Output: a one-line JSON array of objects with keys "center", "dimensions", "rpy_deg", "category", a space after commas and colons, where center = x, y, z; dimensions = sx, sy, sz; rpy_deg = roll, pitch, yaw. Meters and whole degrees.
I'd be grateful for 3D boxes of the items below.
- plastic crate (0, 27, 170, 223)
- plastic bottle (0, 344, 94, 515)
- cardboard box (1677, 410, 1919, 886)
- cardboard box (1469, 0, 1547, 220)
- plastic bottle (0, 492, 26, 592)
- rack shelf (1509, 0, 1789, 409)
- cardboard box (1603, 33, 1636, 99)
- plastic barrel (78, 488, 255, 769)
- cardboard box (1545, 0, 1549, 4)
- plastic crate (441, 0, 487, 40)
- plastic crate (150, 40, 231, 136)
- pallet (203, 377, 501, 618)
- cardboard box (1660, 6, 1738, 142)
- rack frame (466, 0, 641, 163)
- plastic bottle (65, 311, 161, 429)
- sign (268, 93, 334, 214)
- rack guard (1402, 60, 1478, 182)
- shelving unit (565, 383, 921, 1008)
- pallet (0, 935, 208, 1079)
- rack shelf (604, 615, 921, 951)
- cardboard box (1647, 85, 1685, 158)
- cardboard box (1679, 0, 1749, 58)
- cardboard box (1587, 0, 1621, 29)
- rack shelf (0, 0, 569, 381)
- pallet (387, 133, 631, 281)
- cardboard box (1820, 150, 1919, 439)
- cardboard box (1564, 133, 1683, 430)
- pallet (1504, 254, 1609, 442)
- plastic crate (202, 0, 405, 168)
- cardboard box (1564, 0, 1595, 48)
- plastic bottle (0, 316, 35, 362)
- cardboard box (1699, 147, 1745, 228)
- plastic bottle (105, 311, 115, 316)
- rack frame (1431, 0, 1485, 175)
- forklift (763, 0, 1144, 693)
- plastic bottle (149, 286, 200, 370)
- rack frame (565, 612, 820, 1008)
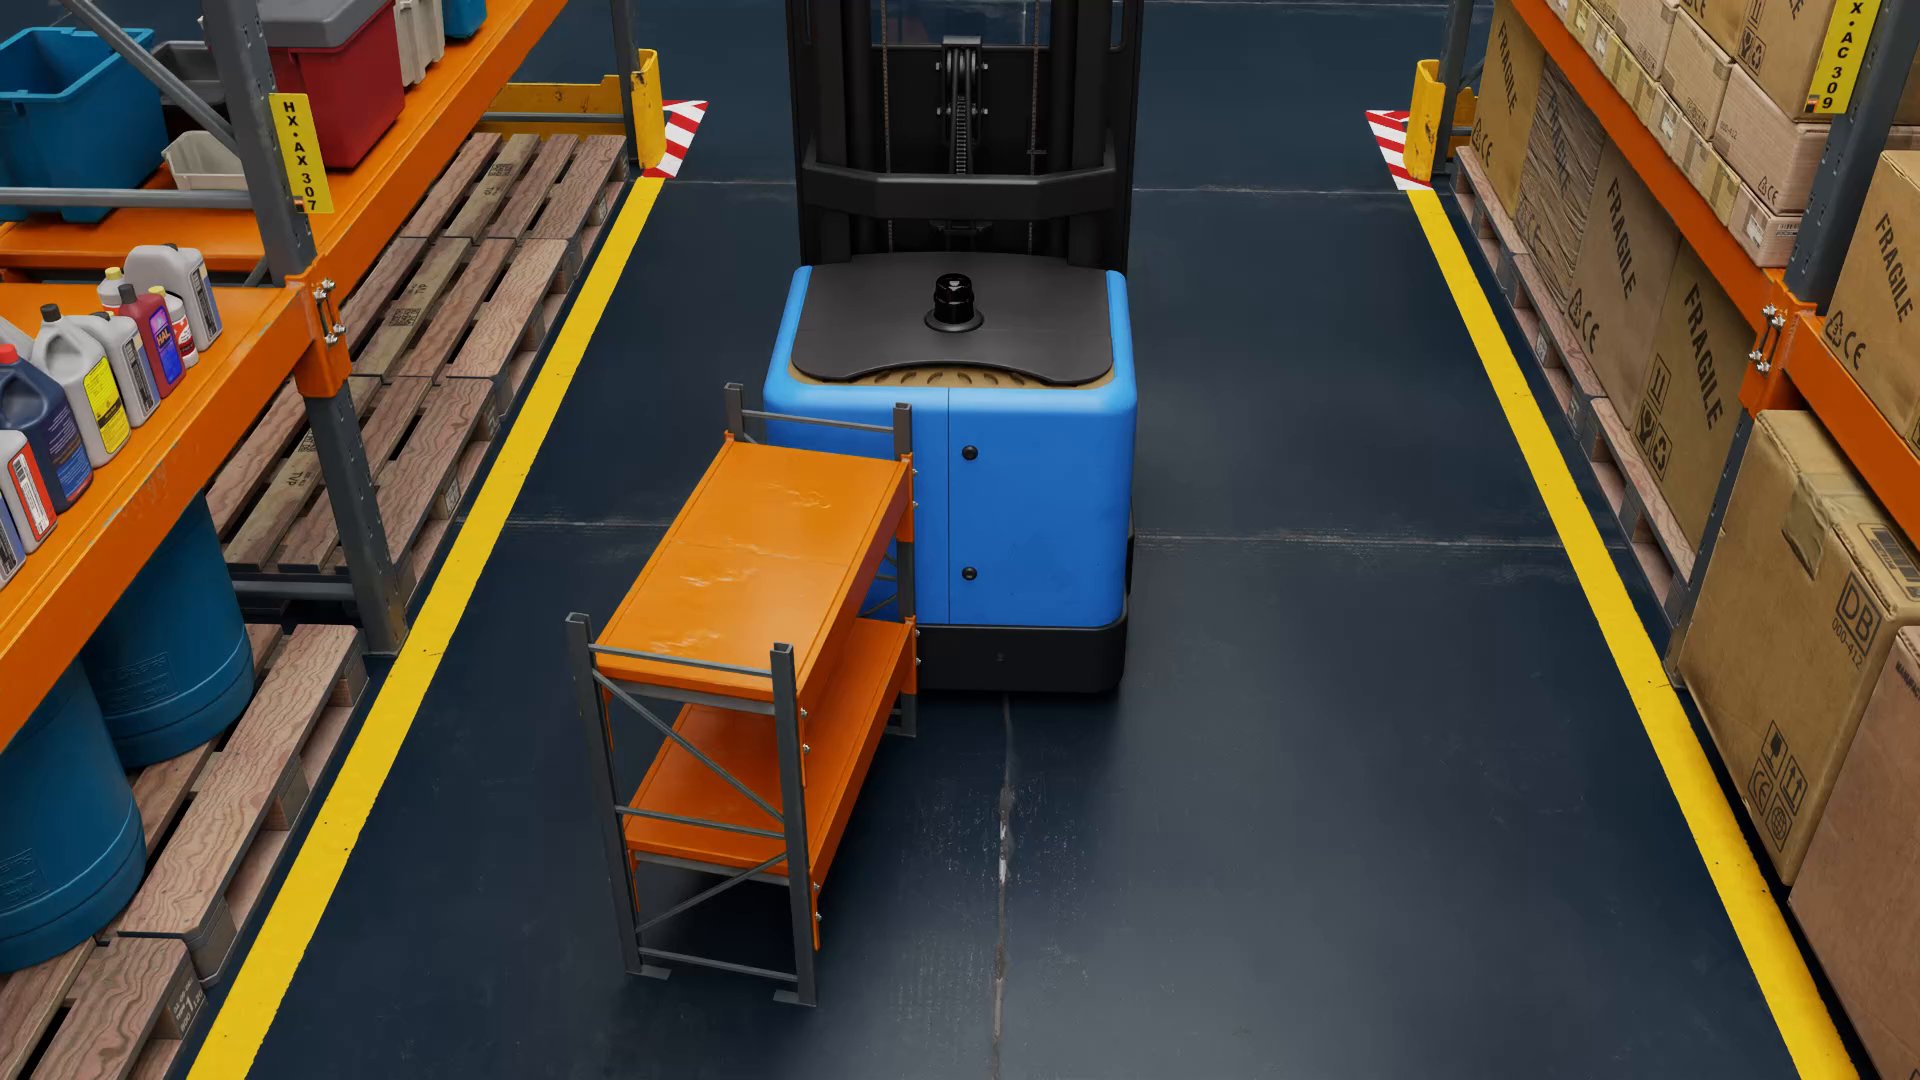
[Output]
[{"center": [-2.584, -1.197, 4.807], "dimensions": [0.392, 0.384, 0.575], "rpy_deg": [1, 35, 2], "category": "plastic crate"}, {"center": [-1.980, -0.241, 3.527], "dimensions": [0.144, 0.351, 0.185], "rpy_deg": [1, 35, 2], "category": "plastic bottle"}, {"center": [2.681, 0.277, 4.230], "dimensions": [1.225, 0.875, 0.875], "rpy_deg": [1, 35, 2], "category": "cardboard box"}, {"center": [2.901, -2.020, 7.498], "dimensions": [0.875, 0.875, 0.875], "rpy_deg": [1, 35, 2], "category": "cardboard box"}, {"center": [-1.996, -0.042, 3.309], "dimensions": [0.152, 0.276, 0.135], "rpy_deg": [1, 35, 2], "category": "plastic bottle"}, {"center": [2.767, -1.644, 6.106], "dimensions": [1.077, 0.370, 4.000], "rpy_deg": [1, 35, 2], "category": "rack shelf"}, {"center": [2.423, -1.607, 5.647], "dimensions": [0.380, 0.149, 0.250], "rpy_deg": [1, 35, 1], "category": "cardboard box"}, {"center": [-2.301, 0.096, 4.465], "dimensions": [0.600, 0.901, 0.708], "rpy_deg": [1, 35, 2], "category": "plastic barrel"}, {"center": [2.464, -2.198, 6.487], "dimensions": [0.380, 0.149, 0.250], "rpy_deg": [1, 35, 1], "category": "cardboard box"}, {"center": [-1.928, -1.972, 6.040], "dimensions": [0.416, 0.233, 0.300], "rpy_deg": [1, 35, 2], "category": "plastic crate"}, {"center": [-2.486, -1.465, 5.412], "dimensions": [0.437, 0.125, 0.590], "rpy_deg": [1, 35, 2], "category": "plastic crate"}, {"center": [-2.272, -0.186, 5.831], "dimensions": [1.003, 0.211, 1.213], "rpy_deg": [1, 35, 2], "category": "pallet"}, {"center": [2.460, -1.406, 5.014], "dimensions": [0.500, 0.250, 0.500], "rpy_deg": [2, 35, 3], "category": "cardboard box"}, {"center": [-2.102, -3.201, 7.697], "dimensions": [1.000, 3.000, 0.127], "rpy_deg": [1, 35, 2], "category": "rack frame"}, {"center": [-1.970, -0.409, 3.831], "dimensions": [0.152, 0.276, 0.135], "rpy_deg": [1, 35, 2], "category": "plastic bottle"}, {"center": [-1.713, -1.003, 4.327], "dimensions": [0.100, 0.325, 0.005], "rpy_deg": [1, 35, 2], "category": "sign"}, {"center": [2.848, -2.078, 8.272], "dimensions": [1.175, 0.500, 0.348], "rpy_deg": [1, 35, 2], "category": "rack guard"}, {"center": [-0.484, 0.370, 4.245], "dimensions": [0.538, 1.125, 1.048], "rpy_deg": [7, 36, 10], "category": "shelving unit"}, {"center": [-2.381, 1.383, 3.599], "dimensions": [1.003, 0.211, 1.213], "rpy_deg": [1, 35, 2], "category": "pallet"}, {"center": [-0.484, 0.570, 4.385], "dimensions": [0.538, 0.278, 1.000], "rpy_deg": [7, 36, 10], "category": "rack shelf"}, {"center": [2.402, -1.312, 5.227], "dimensions": [0.380, 0.149, 0.250], "rpy_deg": [2, 35, 3], "category": "cardboard box"}, {"center": [2.462, -1.714, 4.800], "dimensions": [0.500, 0.500, 0.500], "rpy_deg": [2, 35, 2], "category": "cardboard box"}, {"center": [2.504, -1.991, 5.845], "dimensions": [0.500, 0.250, 0.500], "rpy_deg": [1, 35, 1], "category": "cardboard box"}, {"center": [-2.182, -1.758, 6.268], "dimensions": [1.077, 0.370, 4.000], "rpy_deg": [1, 35, 2], "category": "rack shelf"}, {"center": [-2.174, -1.588, 7.825], "dimensions": [1.003, 0.211, 1.213], "rpy_deg": [1, 35, 2], "category": "pallet"}, {"center": [2.418, -0.571, 3.867], "dimensions": [0.500, 0.500, 0.500], "rpy_deg": [1, 35, 2], "category": "cardboard box"}, {"center": [2.829, -0.986, 6.027], "dimensions": [0.875, 0.875, 0.875], "rpy_deg": [1, 35, 2], "category": "cardboard box"}, {"center": [2.842, -0.786, 6.685], "dimensions": [1.003, 0.211, 1.213], "rpy_deg": [1, 35, 2], "category": "pallet"}, {"center": [-1.976, -1.461, 5.113], "dimensions": [0.402, 0.464, 0.583], "rpy_deg": [1, 35, 2], "category": "plastic crate"}, {"center": [2.443, -1.904, 6.069], "dimensions": [0.380, 0.149, 0.250], "rpy_deg": [0, 35, 1], "category": "cardboard box"}, {"center": [-2.116, -0.351, 3.683], "dimensions": [0.144, 0.351, 0.185], "rpy_deg": [1, 35, 2], "category": "plastic bottle"}, {"center": [2.382, -1.017, 4.807], "dimensions": [0.380, 0.149, 0.250], "rpy_deg": [2, 35, 3], "category": "cardboard box"}, {"center": [-1.999, -0.446, 3.948], "dimensions": [0.097, 0.201, 0.097], "rpy_deg": [0, 35, 0], "category": "plastic bottle"}, {"center": [2.847, -3.087, 7.534], "dimensions": [1.000, 3.000, 0.127], "rpy_deg": [1, 35, 2], "category": "rack frame"}, {"center": [0.023, -1.561, 5.422], "dimensions": [1.130, 2.935, 3.031], "rpy_deg": [1, 35, 2], "category": "forklift"}, {"center": [-1.933, -0.521, 4.055], "dimensions": [0.097, 0.201, 0.097], "rpy_deg": [0, 35, 0], "category": "plastic bottle"}, {"center": [-0.596, 0.655, 3.839], "dimensions": [0.500, 1.125, 0.032], "rpy_deg": [7, 36, 10], "category": "rack frame"}]
